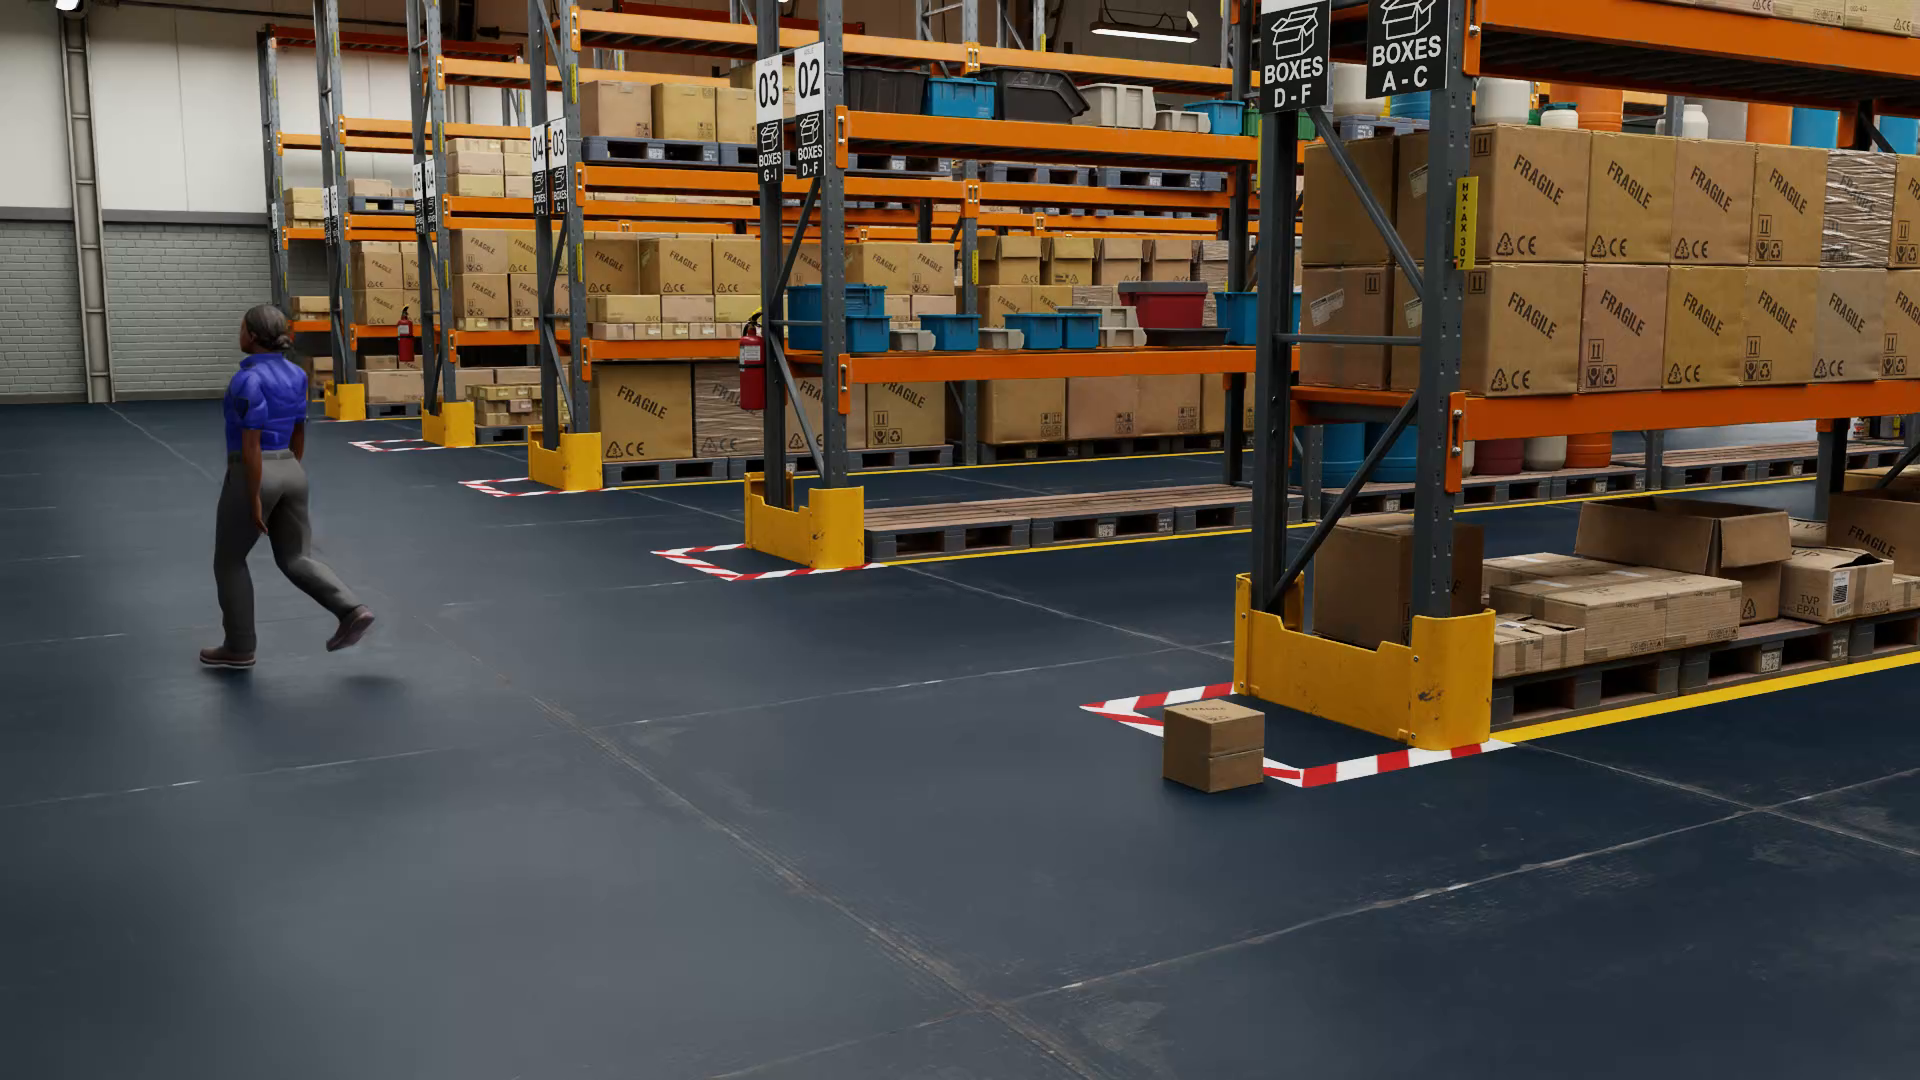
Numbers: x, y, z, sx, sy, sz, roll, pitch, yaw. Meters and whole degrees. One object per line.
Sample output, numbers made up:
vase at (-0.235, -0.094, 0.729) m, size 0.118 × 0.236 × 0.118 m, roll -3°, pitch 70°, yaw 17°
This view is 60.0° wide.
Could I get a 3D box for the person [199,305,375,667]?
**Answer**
person at (-3.056, -0.231, 7.441) m, size 0.841 × 1.605 × 0.442 m, roll 3°, pitch 9°, yaw 21°
